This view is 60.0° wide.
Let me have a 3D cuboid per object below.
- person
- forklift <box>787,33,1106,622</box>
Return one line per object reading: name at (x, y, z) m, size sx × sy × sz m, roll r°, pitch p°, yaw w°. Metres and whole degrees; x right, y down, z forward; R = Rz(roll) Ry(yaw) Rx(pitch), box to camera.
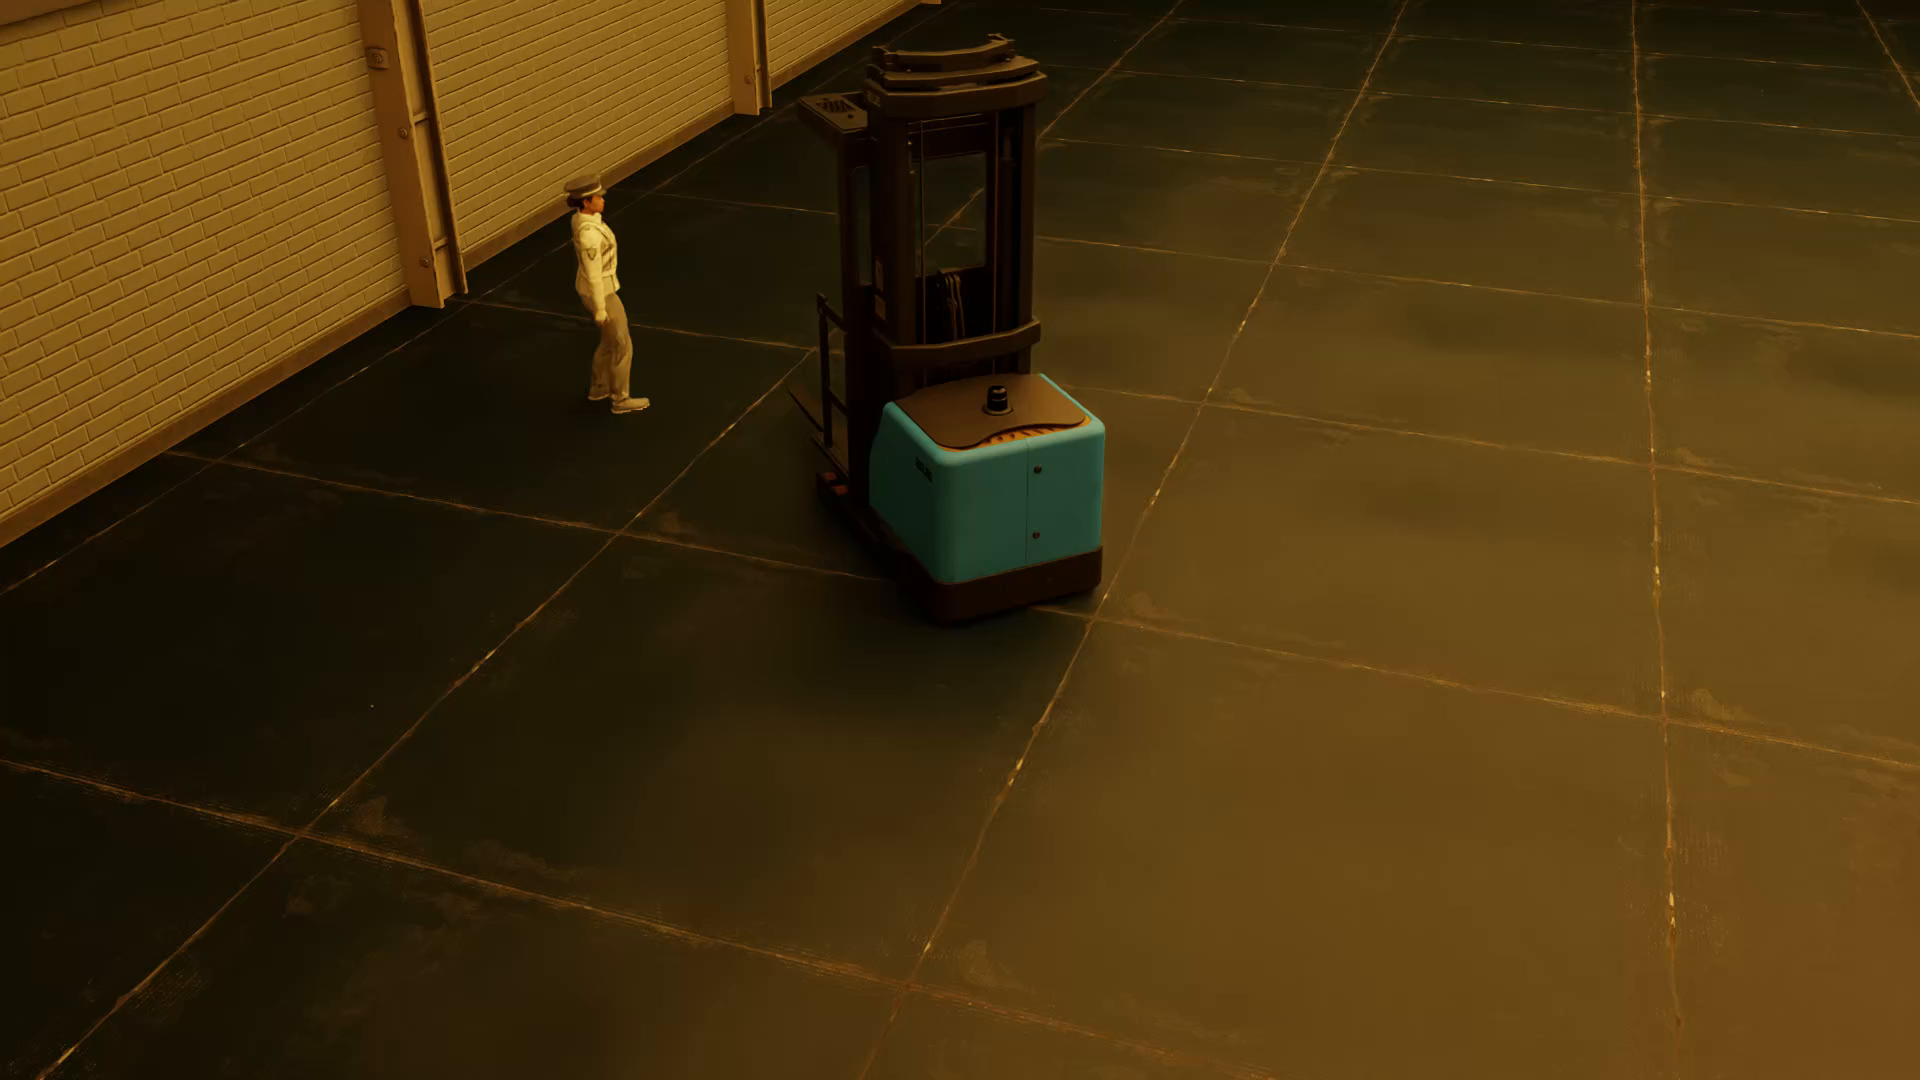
person at (-2.422, -1.699, 11.405) m, size 0.414 × 1.671 × 0.545 m, roll -9°, pitch 31°, yaw -15°
forklift at (-0.261, -1.533, 9.826) m, size 1.130 × 2.935 × 3.031 m, roll -13°, pitch 32°, yaw -21°
